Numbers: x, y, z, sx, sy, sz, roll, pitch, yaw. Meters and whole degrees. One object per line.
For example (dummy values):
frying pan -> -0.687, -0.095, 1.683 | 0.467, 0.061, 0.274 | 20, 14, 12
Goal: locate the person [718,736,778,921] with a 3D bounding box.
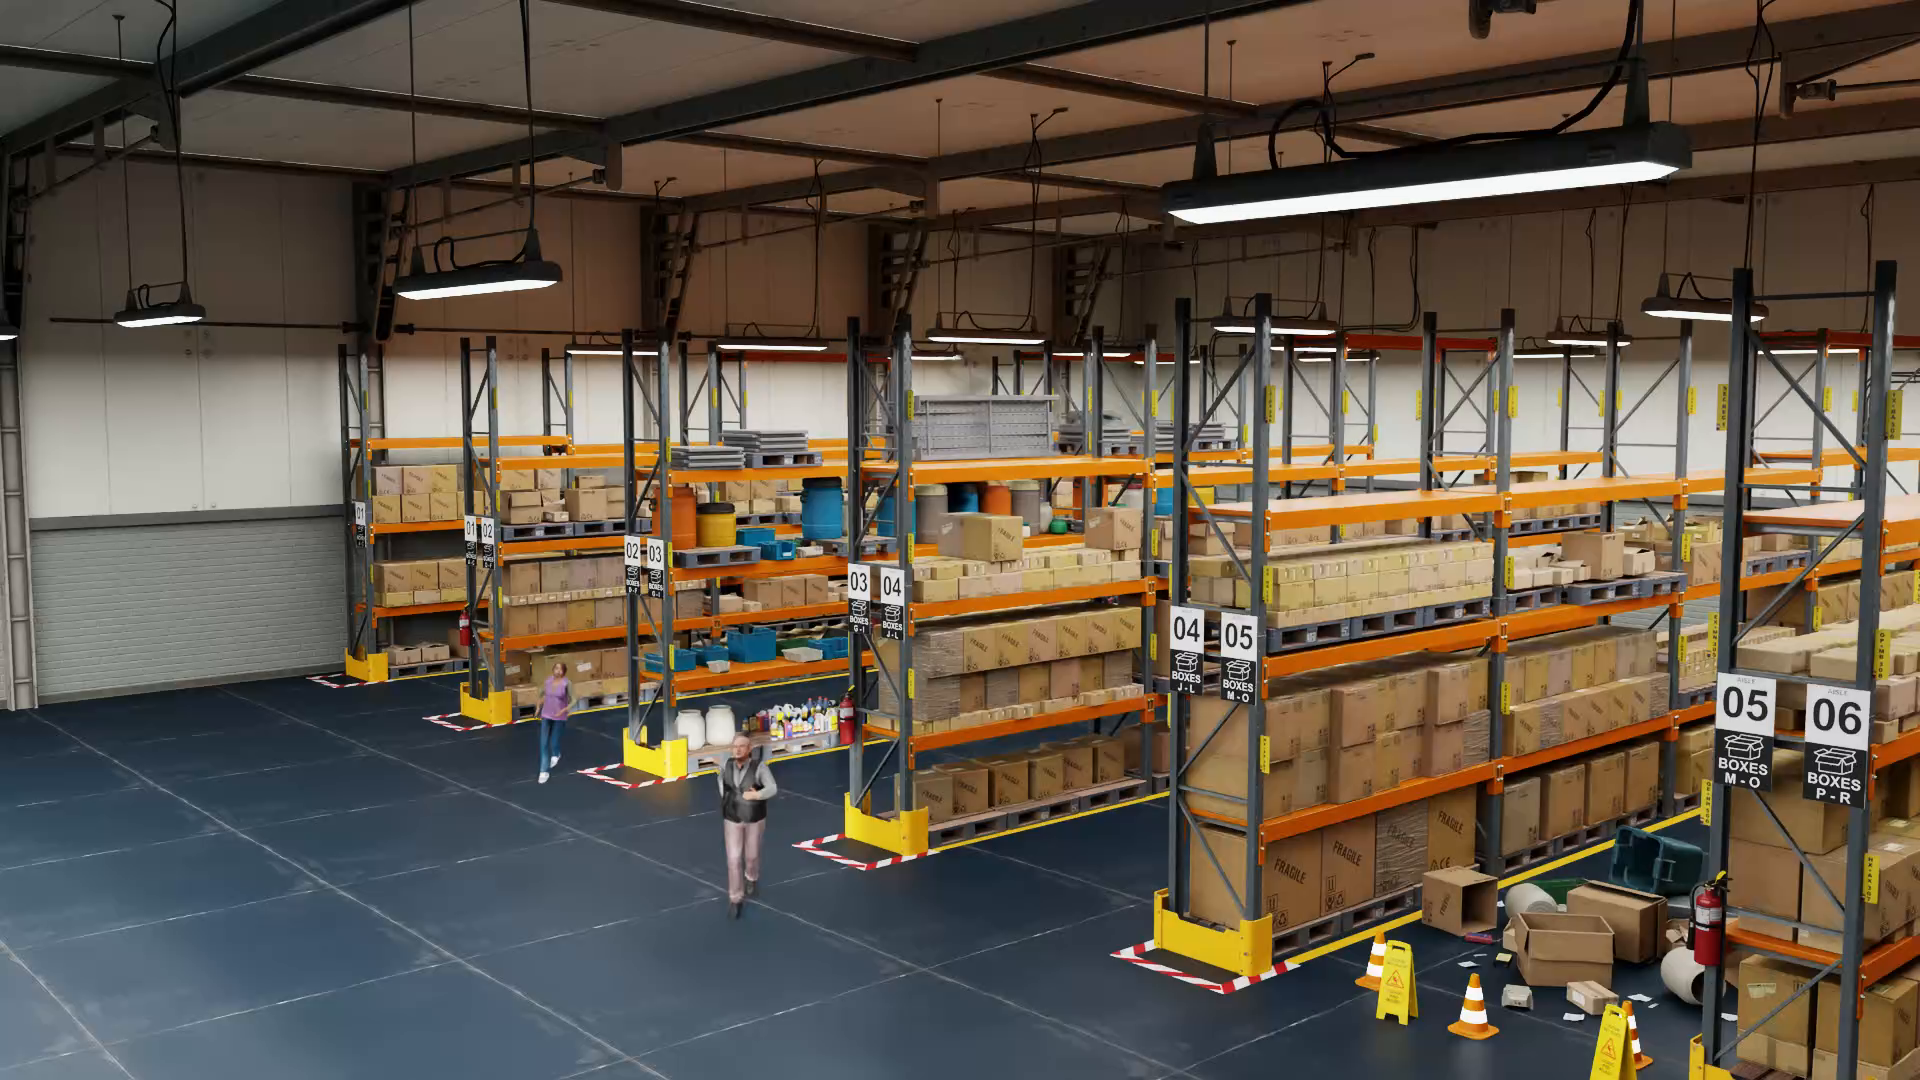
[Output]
person -> -2.128, 2.822, 16.613 | 0.636, 1.766, 0.858 | 0, 5, 1

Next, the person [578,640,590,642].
person -> -6.687, 1.692, 29.611 | 0.574, 1.649, 0.561 | 3, 6, 34

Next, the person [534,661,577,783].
person -> -5.409, 2.403, 22.241 | 0.579, 1.579, 0.720 | 0, 5, 3
